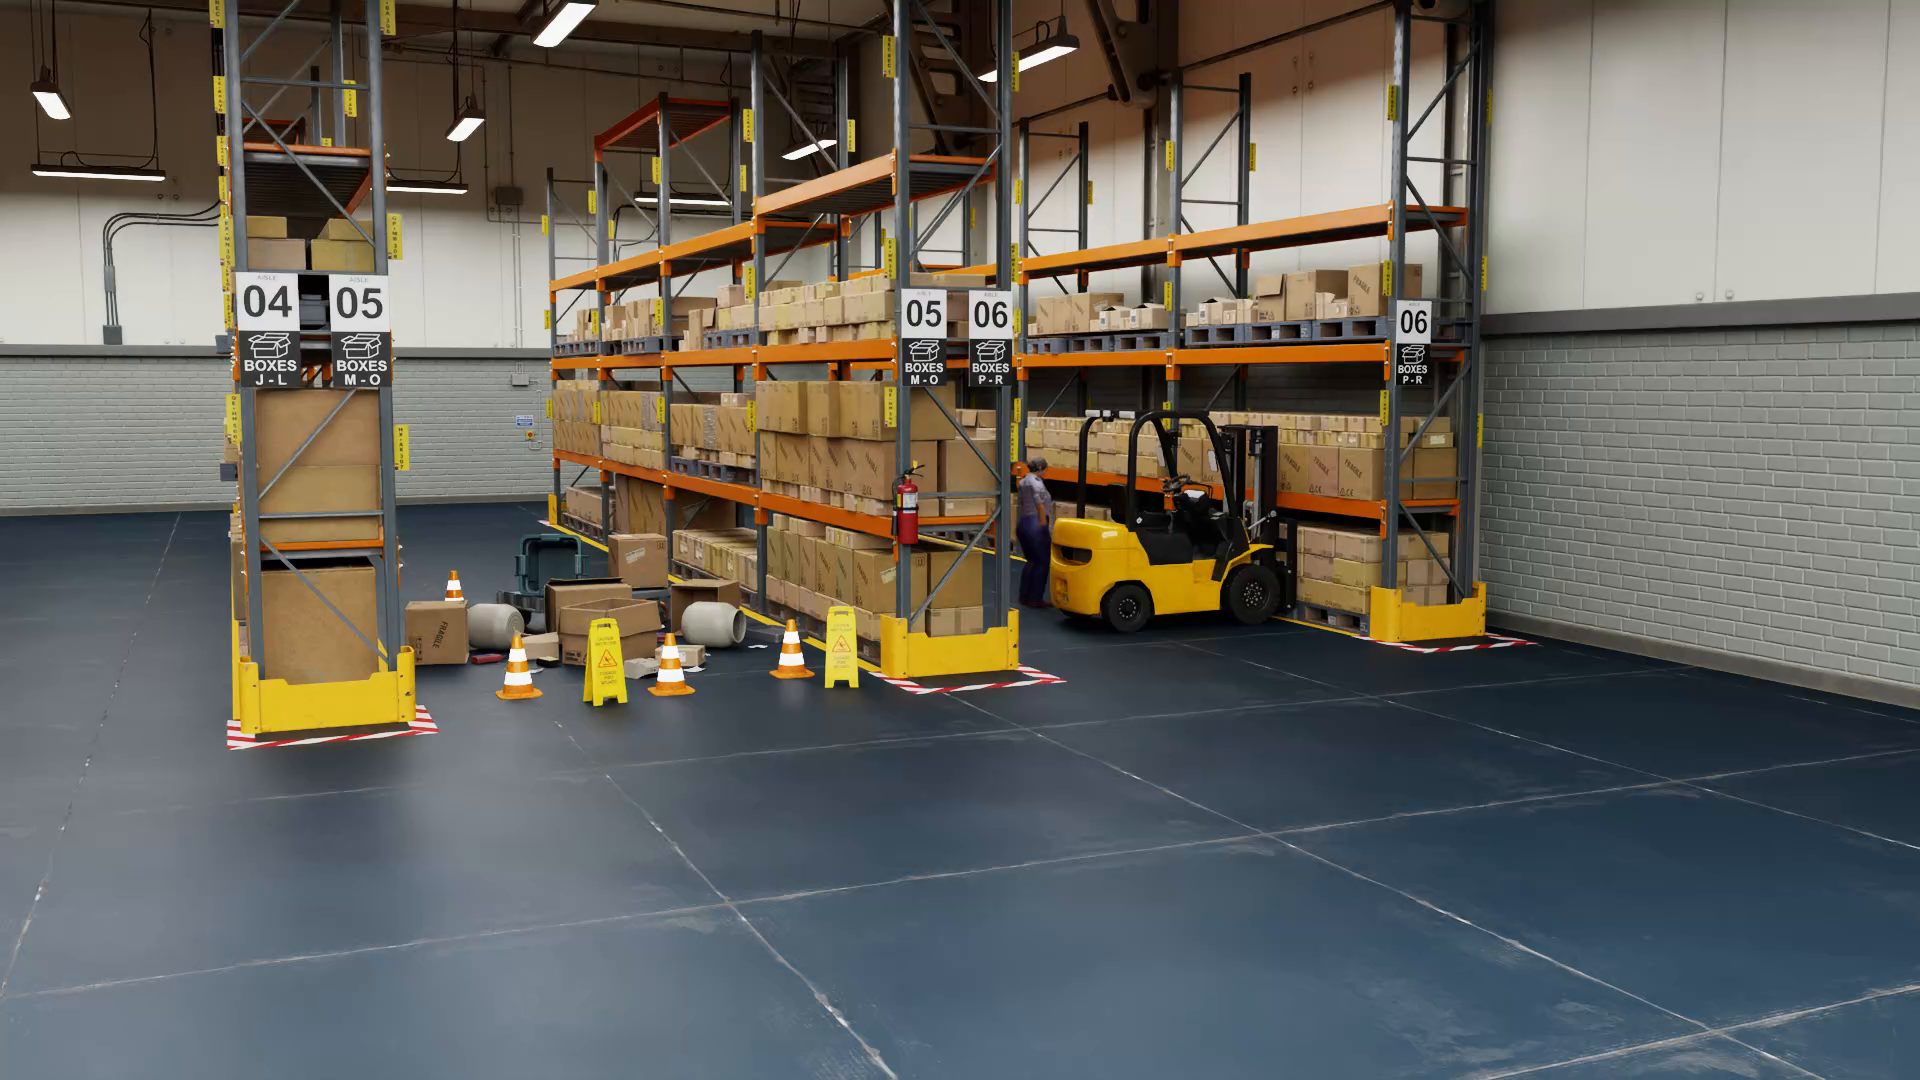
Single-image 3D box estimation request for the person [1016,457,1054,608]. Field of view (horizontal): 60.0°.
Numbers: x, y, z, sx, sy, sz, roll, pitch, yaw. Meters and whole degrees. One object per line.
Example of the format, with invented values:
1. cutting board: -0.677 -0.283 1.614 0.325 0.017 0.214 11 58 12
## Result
1. person: 0.799 -0.089 18.154 0.346 1.631 0.483 -2 6 -22
